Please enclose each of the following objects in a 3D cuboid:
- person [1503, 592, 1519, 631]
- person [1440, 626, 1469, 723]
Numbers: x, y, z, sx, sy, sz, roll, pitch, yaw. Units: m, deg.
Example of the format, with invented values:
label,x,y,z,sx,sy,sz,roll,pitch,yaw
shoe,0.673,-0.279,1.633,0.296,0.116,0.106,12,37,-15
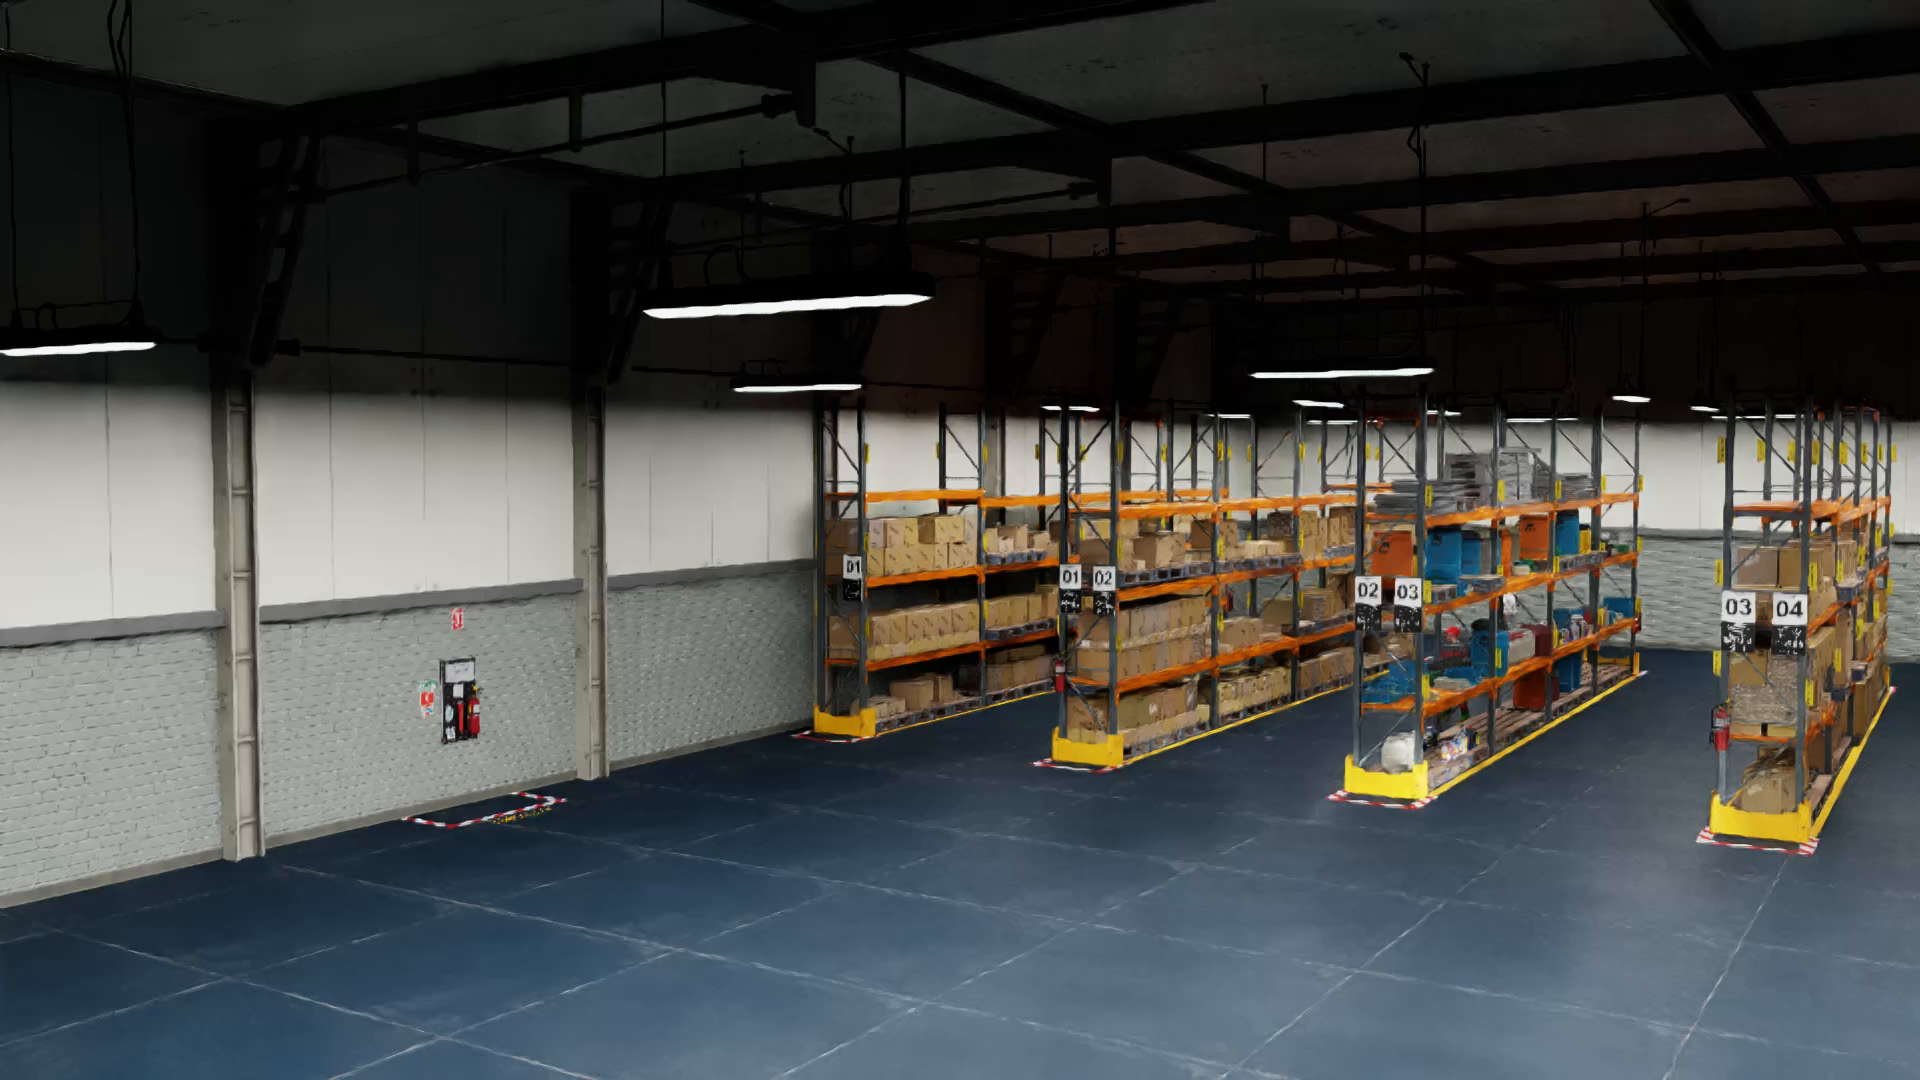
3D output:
label,x,y,z,sx,sy,sz,roll,pitch,yaw
person,14.238,1.899,43.041,0.654,1.671,0.560,-1,3,-18
person,9.153,2.487,30.947,0.662,1.785,0.787,1,3,21
